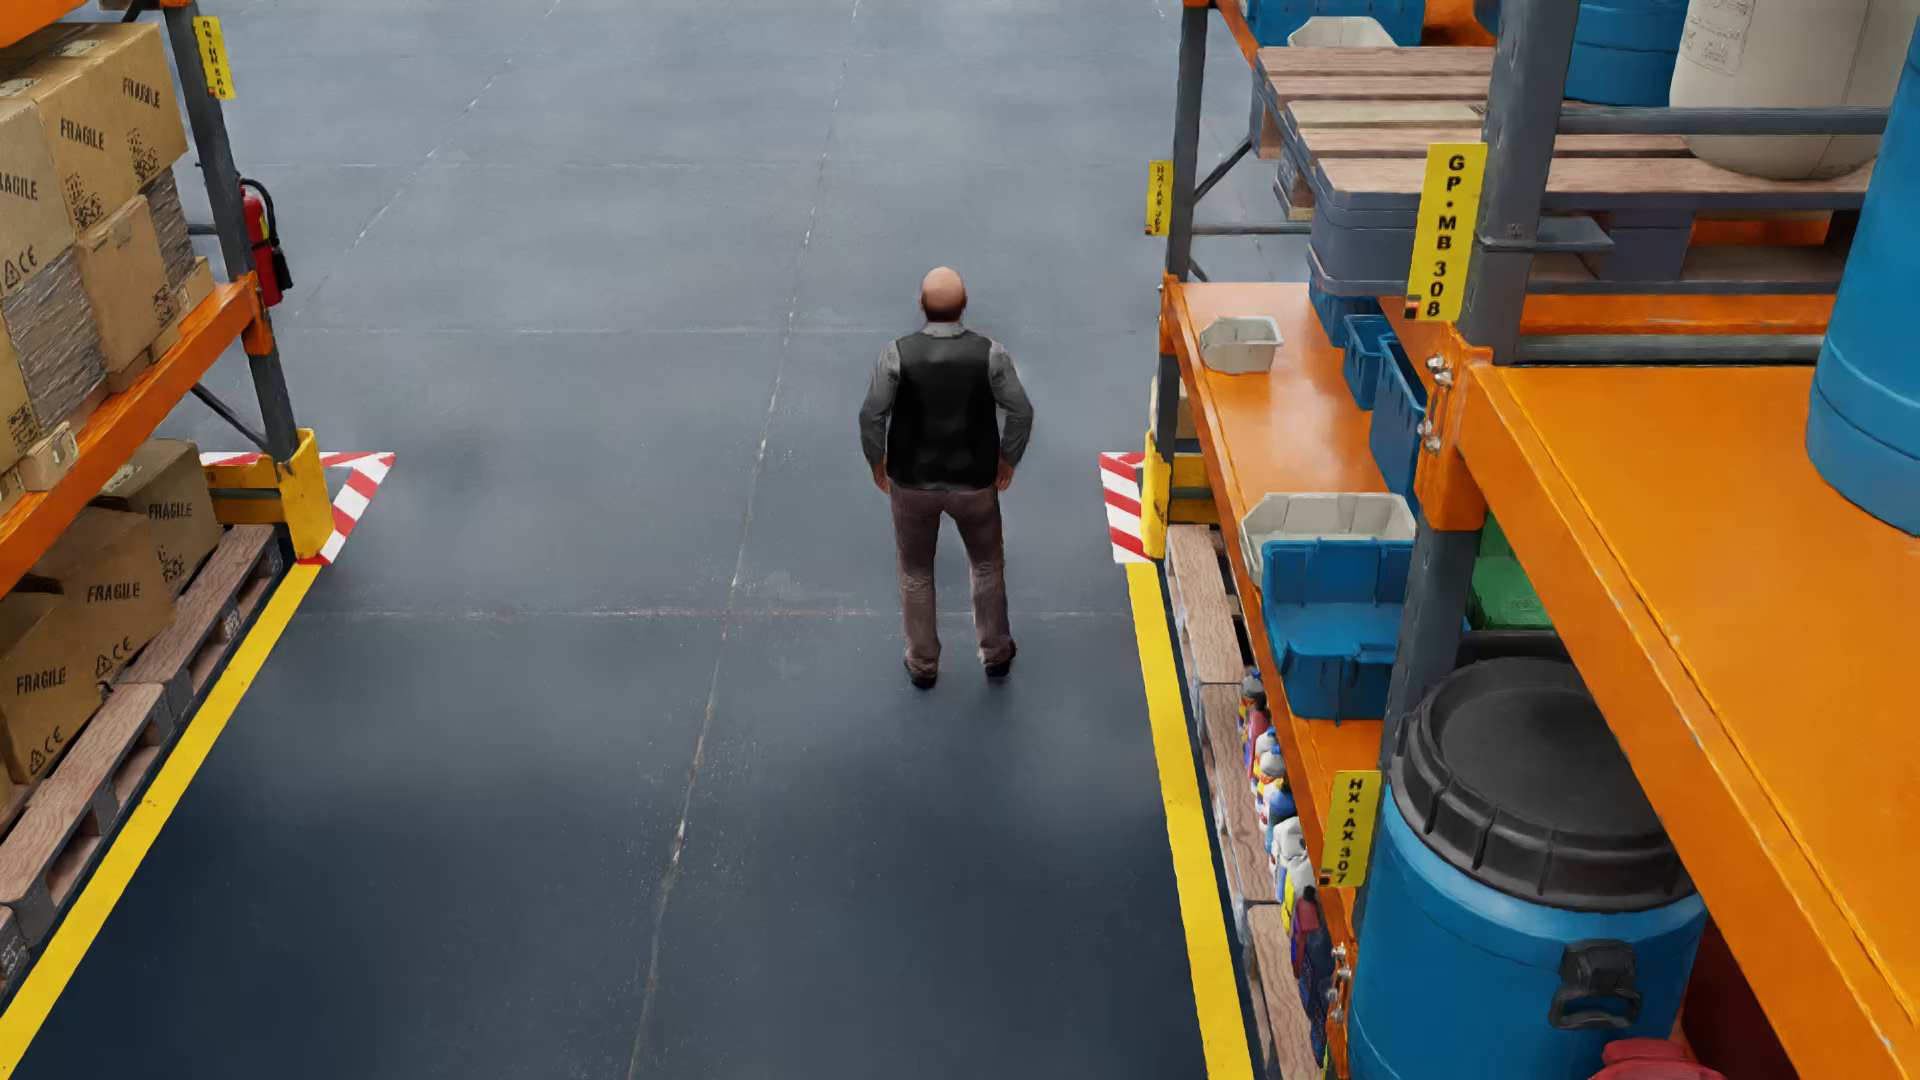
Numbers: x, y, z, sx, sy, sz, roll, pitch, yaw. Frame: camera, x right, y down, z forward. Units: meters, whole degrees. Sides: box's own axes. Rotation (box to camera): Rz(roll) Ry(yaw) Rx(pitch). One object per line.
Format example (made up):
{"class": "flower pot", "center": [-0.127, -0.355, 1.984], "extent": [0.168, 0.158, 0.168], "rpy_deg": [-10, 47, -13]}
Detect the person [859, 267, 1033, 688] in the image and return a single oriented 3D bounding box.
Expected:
{"class": "person", "center": [-0.054, -0.233, 6.575], "extent": [0.673, 1.682, 0.509], "rpy_deg": [-1, 31, -2]}
